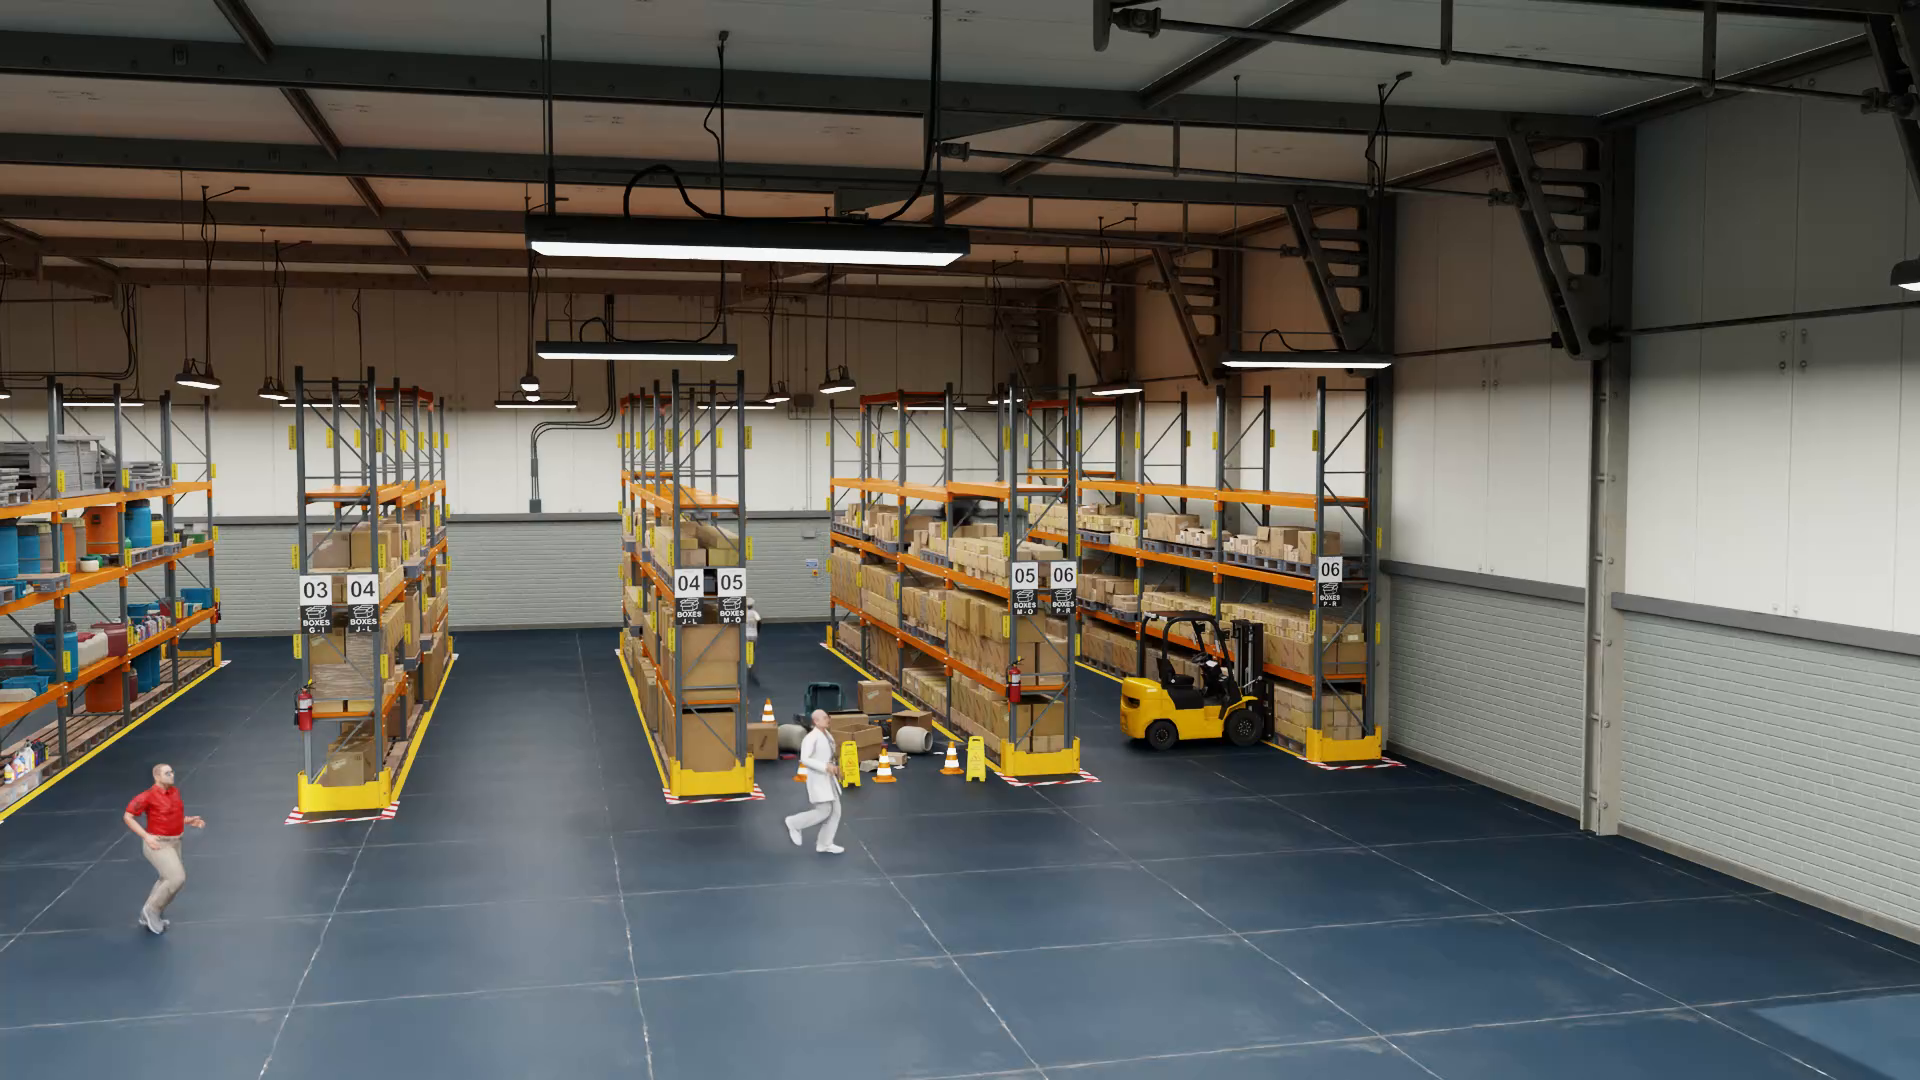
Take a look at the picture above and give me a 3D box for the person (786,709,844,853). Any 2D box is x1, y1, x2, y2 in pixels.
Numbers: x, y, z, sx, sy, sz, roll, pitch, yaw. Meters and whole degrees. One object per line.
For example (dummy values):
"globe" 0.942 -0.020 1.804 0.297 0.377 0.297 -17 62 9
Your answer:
"person" -1.736 2.931 20.227 0.751 1.718 0.709 1 4 20

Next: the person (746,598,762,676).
"person" -4.449 2.083 34.969 0.522 1.719 1.074 -1 4 -15

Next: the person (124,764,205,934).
"person" -8.088 3.142 16.976 0.670 1.720 0.631 0 3 7
